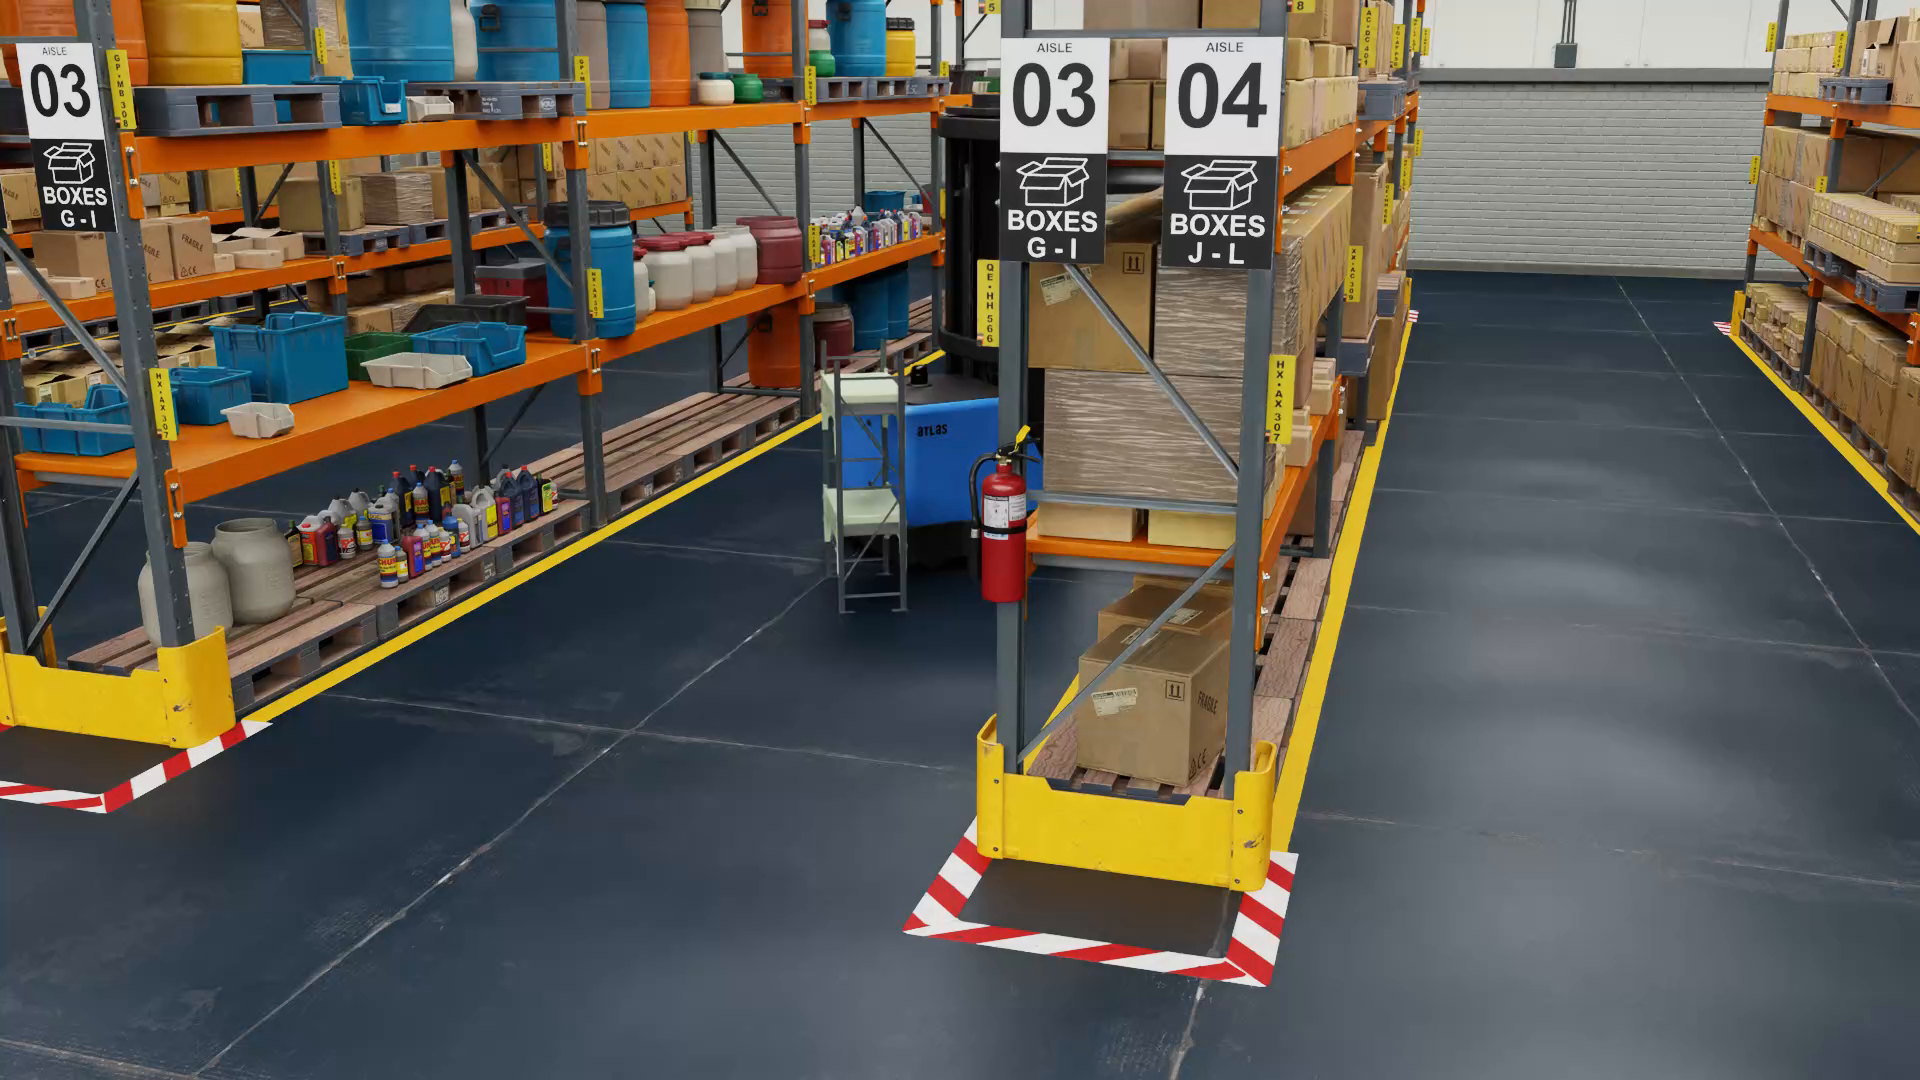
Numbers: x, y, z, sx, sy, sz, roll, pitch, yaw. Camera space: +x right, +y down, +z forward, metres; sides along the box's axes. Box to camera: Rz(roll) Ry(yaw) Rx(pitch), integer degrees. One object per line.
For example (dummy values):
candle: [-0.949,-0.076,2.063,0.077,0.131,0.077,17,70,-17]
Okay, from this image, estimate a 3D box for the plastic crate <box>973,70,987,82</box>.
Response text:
plastic crate: [0.062,-6.007,21.754,0.497,0.269,0.590,5,16,16]

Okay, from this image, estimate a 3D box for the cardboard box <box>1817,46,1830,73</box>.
cardboard box: [8.824,-4.752,16.447,0.500,0.250,0.500,4,16,14]

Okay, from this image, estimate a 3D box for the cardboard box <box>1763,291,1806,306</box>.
cardboard box: [9.291,-2.708,18.745,0.380,0.149,0.250,4,16,13]

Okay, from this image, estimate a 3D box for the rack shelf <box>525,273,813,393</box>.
rack shelf: [-2.403,-1.744,13.299,1.077,0.370,4.000,5,16,16]

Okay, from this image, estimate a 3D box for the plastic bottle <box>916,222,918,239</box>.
plastic bottle: [-0.507,-3.403,18.196,0.097,0.201,0.097,0,16,0]

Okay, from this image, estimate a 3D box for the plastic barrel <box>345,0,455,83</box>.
plastic barrel: [-3.357,-3.201,9.932,0.600,0.901,0.708,5,16,16]

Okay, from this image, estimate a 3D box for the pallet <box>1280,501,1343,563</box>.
pallet: [1.997,-0.045,11.101,1.003,0.211,1.213,5,16,16]

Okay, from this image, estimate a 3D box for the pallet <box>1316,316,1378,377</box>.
pallet: [2.134,-1.279,10.693,1.003,0.211,1.213,5,16,16]

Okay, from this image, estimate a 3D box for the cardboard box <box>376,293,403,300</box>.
cardboard box: [-6.394,-2.406,18.088,0.500,0.500,0.500,4,16,14]

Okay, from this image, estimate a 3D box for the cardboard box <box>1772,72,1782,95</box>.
cardboard box: [9.542,-5.184,18.888,0.500,0.250,0.500,5,17,18]

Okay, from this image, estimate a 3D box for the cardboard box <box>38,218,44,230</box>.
cardboard box: [-10.679,-3.677,19.220,0.380,0.149,0.250,5,17,17]

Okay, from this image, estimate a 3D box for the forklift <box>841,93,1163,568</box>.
forklift: [0.718,-1.500,11.245,3.031,2.935,1.130,-8,18,-27]

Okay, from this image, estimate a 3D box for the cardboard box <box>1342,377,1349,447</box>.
cardboard box: [2.743,-1.061,13.349,0.700,0.500,0.500,4,16,13]

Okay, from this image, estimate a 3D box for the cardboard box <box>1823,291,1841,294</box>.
cardboard box: [9.929,-2.731,18.824,0.380,0.149,0.250,4,16,15]

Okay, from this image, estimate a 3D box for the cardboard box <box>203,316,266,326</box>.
cardboard box: [-7.013,-2.033,16.242,0.500,0.311,0.500,5,17,18]

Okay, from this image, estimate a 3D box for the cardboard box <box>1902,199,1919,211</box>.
cardboard box: [8.700,-2.974,14.918,0.380,0.149,0.250,4,16,14]

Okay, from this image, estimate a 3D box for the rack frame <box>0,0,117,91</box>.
rack frame: [-4.108,-3.406,6.848,1.000,3.000,0.127,5,16,16]

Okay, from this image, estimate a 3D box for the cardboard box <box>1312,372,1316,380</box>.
cardboard box: [1.789,-0.857,9.315,0.380,0.149,0.250,5,16,16]

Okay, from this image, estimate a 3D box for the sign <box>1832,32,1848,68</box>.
sign: [8.255,-4.596,15.593,0.100,0.325,0.005,5,16,16]

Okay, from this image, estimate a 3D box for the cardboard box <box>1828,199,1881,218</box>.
cardboard box: [8.003,-2.959,14.866,0.380,0.149,0.250,4,16,15]

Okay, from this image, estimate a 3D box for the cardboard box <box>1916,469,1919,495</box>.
cardboard box: [7.136,-0.556,11.147,1.050,0.750,0.750,5,17,17]

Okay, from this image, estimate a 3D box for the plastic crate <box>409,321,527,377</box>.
plastic crate: [-3.025,-1.185,10.281,0.499,0.251,0.616,5,16,16]

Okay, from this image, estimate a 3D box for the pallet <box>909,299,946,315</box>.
pallet: [-0.181,-2.834,20.933,1.003,0.211,1.213,5,16,16]

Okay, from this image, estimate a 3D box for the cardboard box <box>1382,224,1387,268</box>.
cardboard box: [3.458,-2.518,14.528,0.500,0.500,0.500,4,16,14]

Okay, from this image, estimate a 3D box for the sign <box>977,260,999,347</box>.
sign: [0.114,-0.893,6.281,0.100,0.325,0.005,5,16,16]

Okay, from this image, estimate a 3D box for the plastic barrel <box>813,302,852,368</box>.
plastic barrel: [-1.391,-2.080,16.815,0.600,0.588,0.708,5,16,16]

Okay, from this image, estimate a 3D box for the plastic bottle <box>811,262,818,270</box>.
plastic bottle: [-1.402,-2.642,15.373,0.152,0.276,0.135,5,16,16]

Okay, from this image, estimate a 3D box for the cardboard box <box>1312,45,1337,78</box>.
cardboard box: [1.593,-2.293,7.963,0.380,0.149,0.250,5,17,18]

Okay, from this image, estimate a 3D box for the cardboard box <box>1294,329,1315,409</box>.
cardboard box: [1.369,-0.994,8.609,0.875,0.500,0.500,5,16,16]

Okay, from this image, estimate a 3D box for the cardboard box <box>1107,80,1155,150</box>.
cardboard box: [0.534,-1.653,6.438,0.500,0.250,0.500,5,17,17]

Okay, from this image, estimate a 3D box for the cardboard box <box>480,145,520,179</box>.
cardboard box: [-5.550,-4.726,20.480,0.500,0.500,0.500,5,17,16]

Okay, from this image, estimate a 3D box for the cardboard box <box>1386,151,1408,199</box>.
cardboard box: [4.723,-4.078,18.564,0.500,0.500,0.500,4,16,14]

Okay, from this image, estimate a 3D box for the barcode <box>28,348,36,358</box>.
barcode: [-7.248,-1.457,12.985,0.001,0.075,0.075,5,16,16]

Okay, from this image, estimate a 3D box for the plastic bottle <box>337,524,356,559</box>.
plastic bottle: [-3.744,0.005,10.138,0.097,0.201,0.097,0,16,0]

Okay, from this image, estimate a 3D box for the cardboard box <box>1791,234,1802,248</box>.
cardboard box: [8.882,-3.117,17.281,0.380,0.149,0.250,4,16,13]

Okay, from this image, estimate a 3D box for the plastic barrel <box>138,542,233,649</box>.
plastic barrel: [-3.994,0.297,8.577,0.421,0.512,0.421,0,16,0]

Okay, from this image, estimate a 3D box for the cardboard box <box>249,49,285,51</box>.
cardboard box: [-6.658,-4.448,15.523,0.500,0.250,0.500,3,16,12]

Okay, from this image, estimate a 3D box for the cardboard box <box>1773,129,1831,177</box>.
cardboard box: [9.226,-4.220,18.148,0.500,0.500,0.500,4,16,15]

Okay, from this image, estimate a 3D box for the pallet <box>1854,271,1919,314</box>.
pallet: [7.741,-1.920,12.955,1.213,0.211,1.003,5,16,16]

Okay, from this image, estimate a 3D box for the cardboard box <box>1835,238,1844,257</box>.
cardboard box: [7.859,-2.536,14.465,0.380,0.149,0.250,4,16,15]

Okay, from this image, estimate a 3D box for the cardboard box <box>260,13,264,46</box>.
cardboard box: [-9.450,-6.839,22.395,0.500,0.500,0.500,5,17,16]

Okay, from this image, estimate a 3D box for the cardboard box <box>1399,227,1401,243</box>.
cardboard box: [4.529,-3.275,17.839,0.380,0.149,0.250,4,16,14]

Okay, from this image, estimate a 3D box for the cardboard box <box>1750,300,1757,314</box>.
cardboard box: [9.387,-2.700,19.262,0.380,0.149,0.250,5,16,16]

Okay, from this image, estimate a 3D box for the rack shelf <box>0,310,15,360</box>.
rack shelf: [-8.288,-1.082,10.967,1.077,0.370,4.000,5,16,16]

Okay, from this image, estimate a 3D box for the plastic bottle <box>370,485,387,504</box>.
plastic bottle: [-3.739,-0.203,10.720,0.061,0.283,0.133,5,17,18]

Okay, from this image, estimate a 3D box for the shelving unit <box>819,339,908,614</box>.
shelving unit: [-0.582,-0.396,9.976,0.431,1.500,0.755,-3,16,-10]

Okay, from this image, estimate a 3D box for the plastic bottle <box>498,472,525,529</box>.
plastic bottle: [-2.932,-0.263,10.808,0.144,0.351,0.185,4,16,13]

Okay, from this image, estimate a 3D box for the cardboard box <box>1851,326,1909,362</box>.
cardboard box: [7.877,-1.642,14.059,0.500,0.250,0.500,5,17,17]

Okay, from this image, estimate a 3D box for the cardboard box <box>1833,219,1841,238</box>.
cardboard box: [7.932,-2.747,14.663,0.380,0.149,0.250,5,17,18]

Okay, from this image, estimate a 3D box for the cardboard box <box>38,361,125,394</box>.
cardboard box: [-7.216,-1.320,13.728,0.500,0.311,0.500,4,16,15]

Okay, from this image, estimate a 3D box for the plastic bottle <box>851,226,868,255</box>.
plastic bottle: [-1.008,-3.004,16.652,0.152,0.276,0.135,5,16,16]

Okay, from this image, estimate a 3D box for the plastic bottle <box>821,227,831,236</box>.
plastic bottle: [-1.399,-3.165,17.354,0.097,0.201,0.097,0,16,0]

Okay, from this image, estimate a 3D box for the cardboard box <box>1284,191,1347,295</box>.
cardboard box: [1.773,-1.585,8.859,0.500,0.500,0.500,5,16,16]

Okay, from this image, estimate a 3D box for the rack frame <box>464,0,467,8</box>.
rack frame: [-5.446,-6.931,19.274,1.000,3.000,0.127,5,16,16]

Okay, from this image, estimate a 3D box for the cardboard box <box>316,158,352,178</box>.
cardboard box: [-9.391,-5.293,23.945,0.980,0.700,0.700,4,16,15]

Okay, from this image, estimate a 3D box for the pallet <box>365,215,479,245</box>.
pallet: [-6.034,-3.415,18.224,1.003,0.211,1.213,5,16,16]

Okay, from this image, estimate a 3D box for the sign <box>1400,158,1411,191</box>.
sign: [4.574,-3.755,17.094,0.100,0.325,0.005,5,16,16]

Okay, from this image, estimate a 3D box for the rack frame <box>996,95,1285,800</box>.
rack frame: [0.641,-0.136,6.312,1.000,3.000,0.127,5,16,16]

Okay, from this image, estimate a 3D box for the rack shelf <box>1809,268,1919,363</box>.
rack shelf: [8.209,-1.995,14.185,1.077,0.370,4.000,5,16,16]
